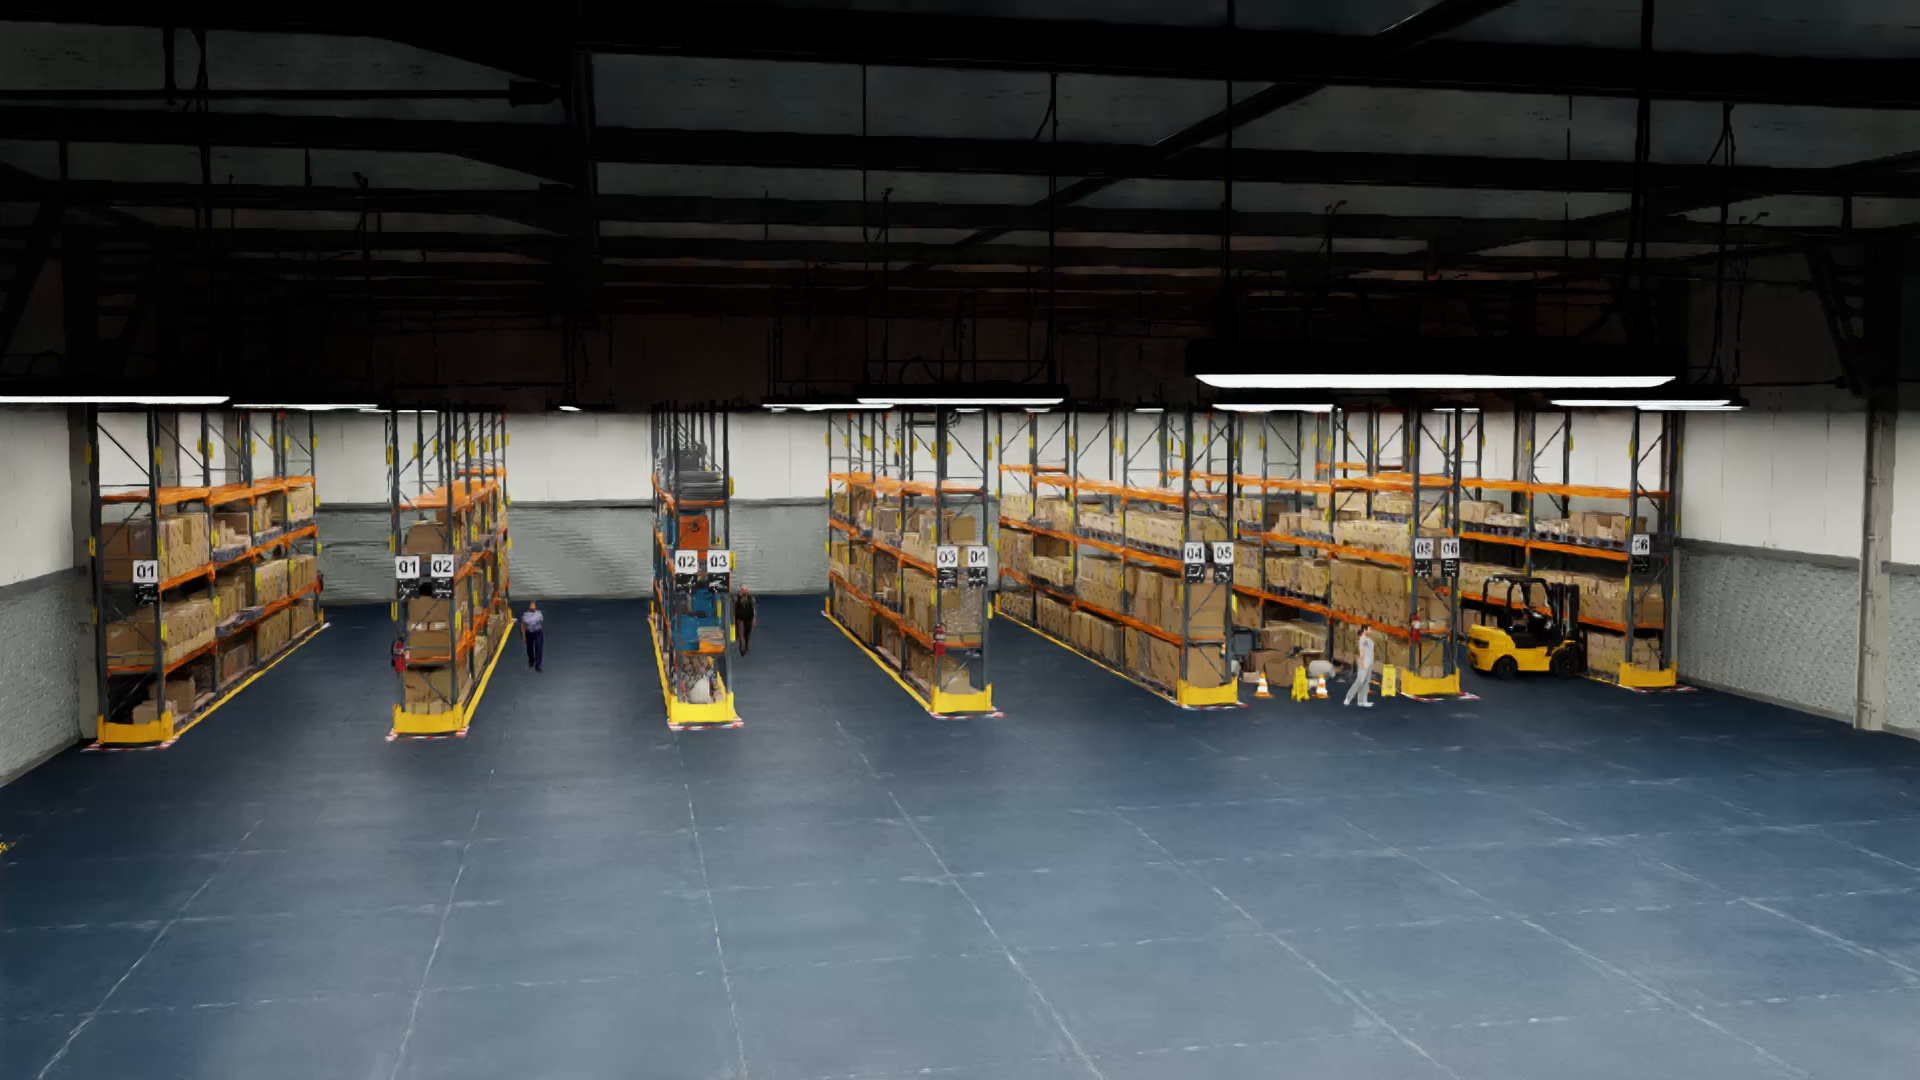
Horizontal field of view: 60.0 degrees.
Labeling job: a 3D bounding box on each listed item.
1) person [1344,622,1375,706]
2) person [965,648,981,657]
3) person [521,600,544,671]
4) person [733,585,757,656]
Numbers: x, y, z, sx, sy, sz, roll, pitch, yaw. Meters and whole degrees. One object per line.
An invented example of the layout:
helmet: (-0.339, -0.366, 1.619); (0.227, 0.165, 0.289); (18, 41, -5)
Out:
person: (7.824, 2.438, 32.601); (0.491, 1.665, 0.657); (3, 5, 36)
person: (0.312, 1.948, 39.351); (0.453, 1.599, 0.467); (1, 5, 19)
person: (-9.566, 2.122, 37.221); (0.479, 1.567, 1.090); (-1, 4, -9)
person: (-5.133, 1.897, 39.748); (0.555, 1.668, 1.029); (-1, 4, -13)
